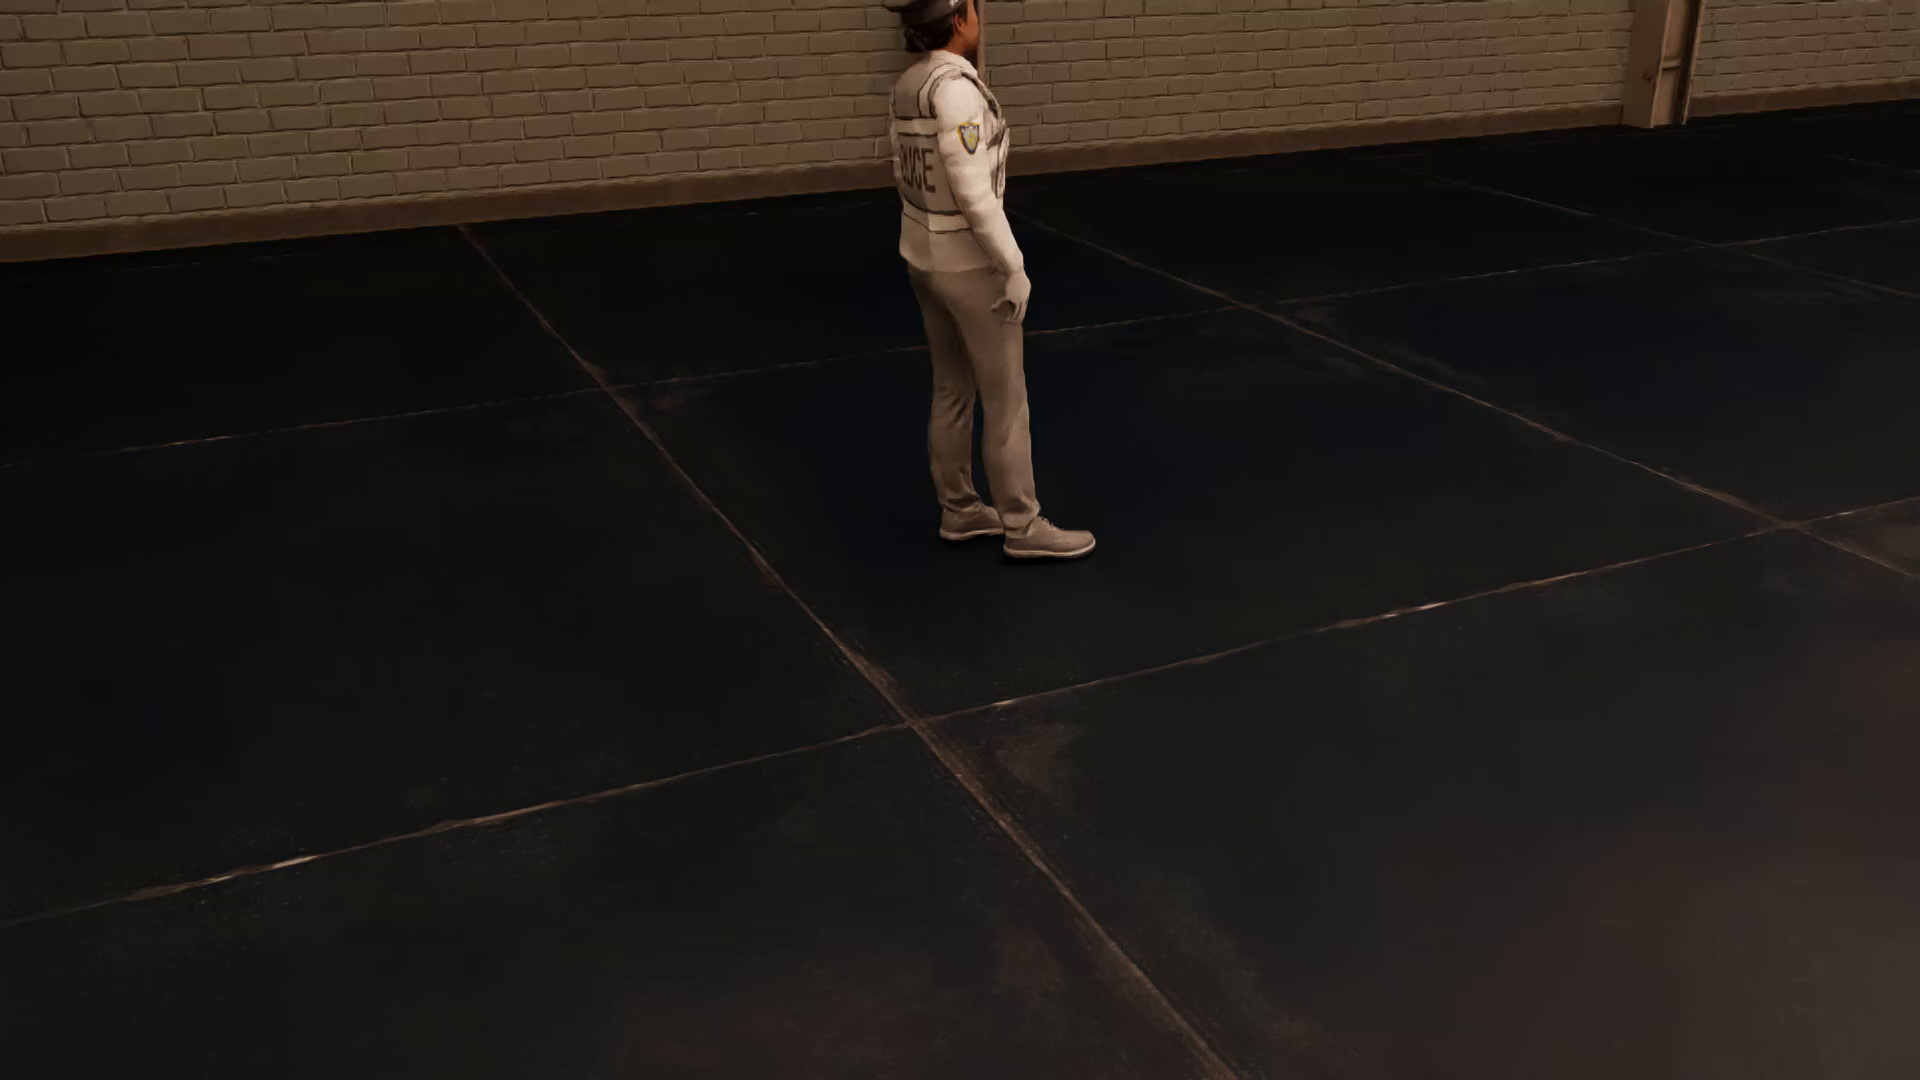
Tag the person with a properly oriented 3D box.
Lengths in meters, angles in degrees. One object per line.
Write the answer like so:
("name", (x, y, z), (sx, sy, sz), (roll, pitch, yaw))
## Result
("person", (0.064, -0.798, 4.799), (0.533, 1.695, 0.586), (-10, 25, -23))
